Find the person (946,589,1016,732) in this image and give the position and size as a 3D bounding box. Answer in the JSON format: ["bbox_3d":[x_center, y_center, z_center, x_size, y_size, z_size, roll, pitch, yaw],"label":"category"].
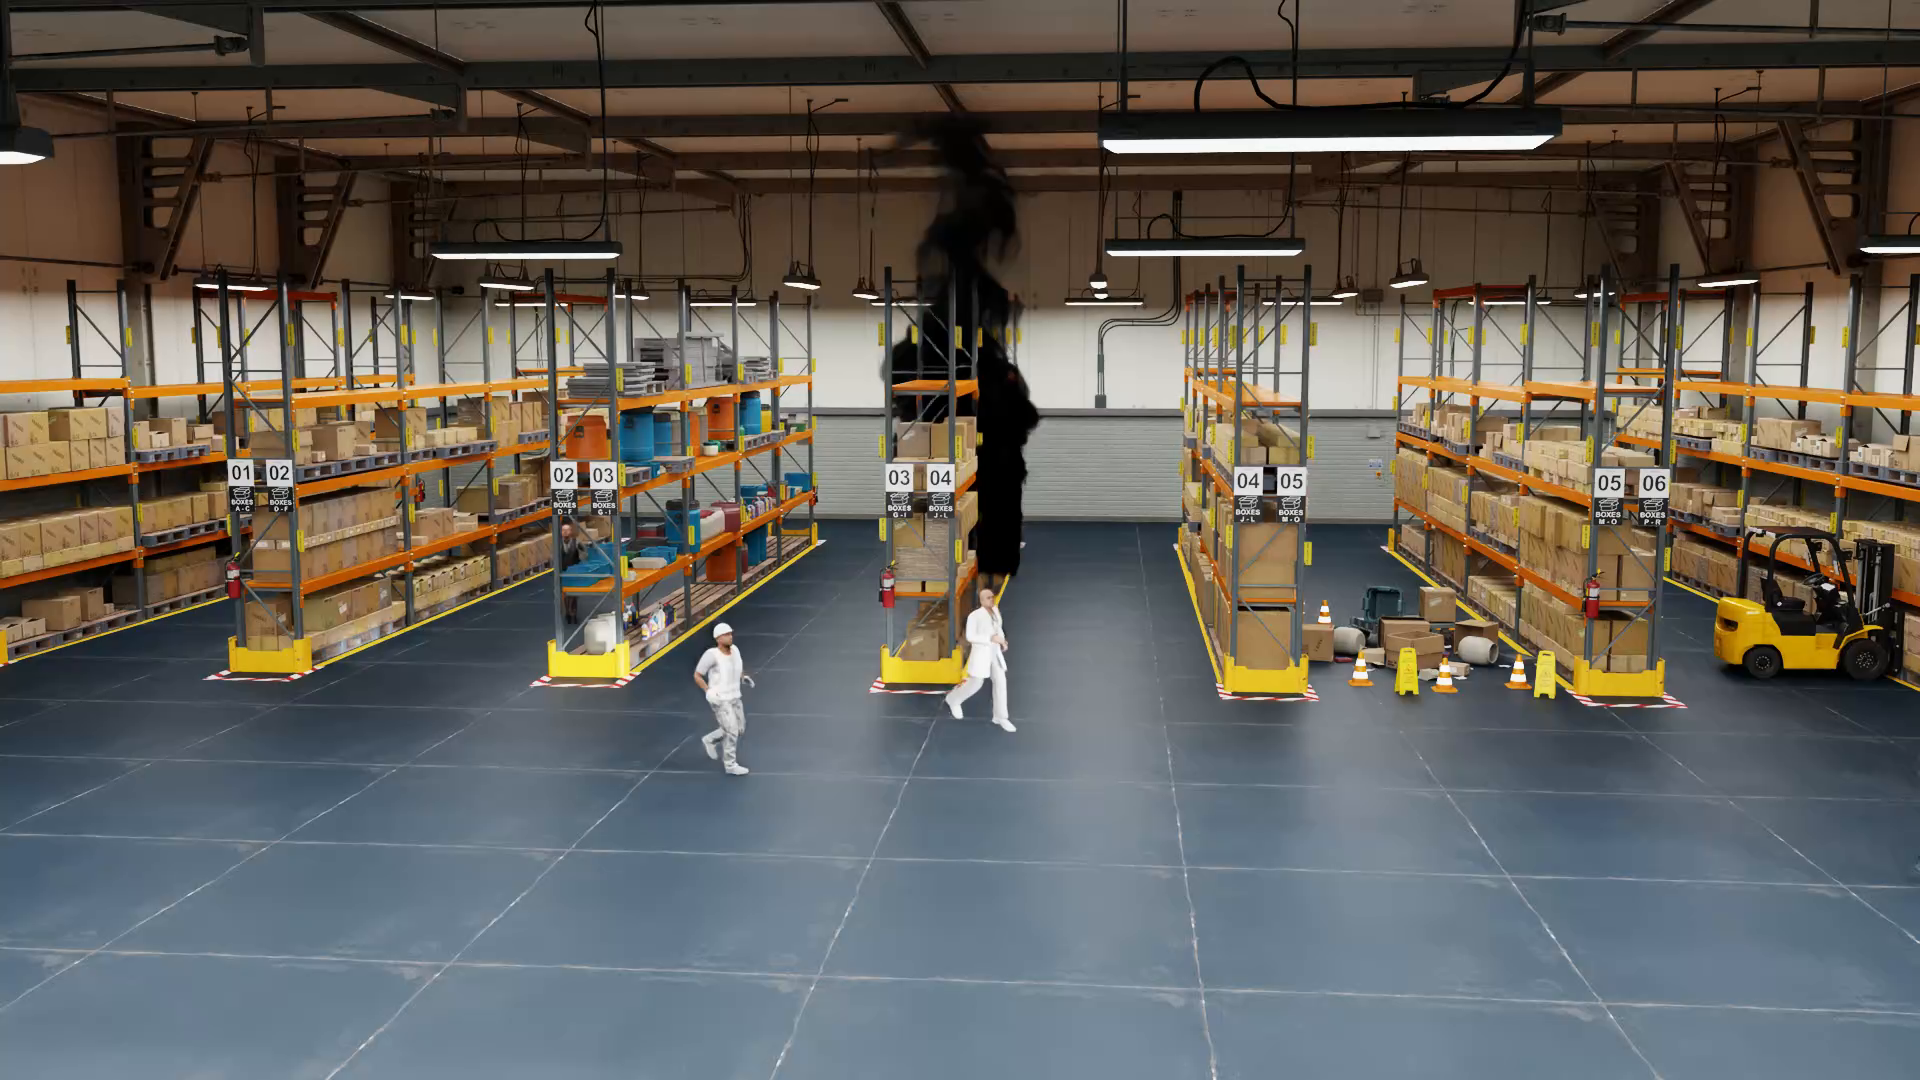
[{"bbox_3d":[0.296,1.517,21.471,0.719,1.800,1.060,-7,10,-43],"label":"person"}]

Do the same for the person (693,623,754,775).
[{"bbox_3d":[-2.742,1.818,19.141,0.730,1.746,0.683,5,8,33],"label":"person"}]

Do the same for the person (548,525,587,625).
[{"bbox_3d":[-6.921,0.613,29.296,0.642,1.782,0.768,0,7,-2],"label":"person"}]
